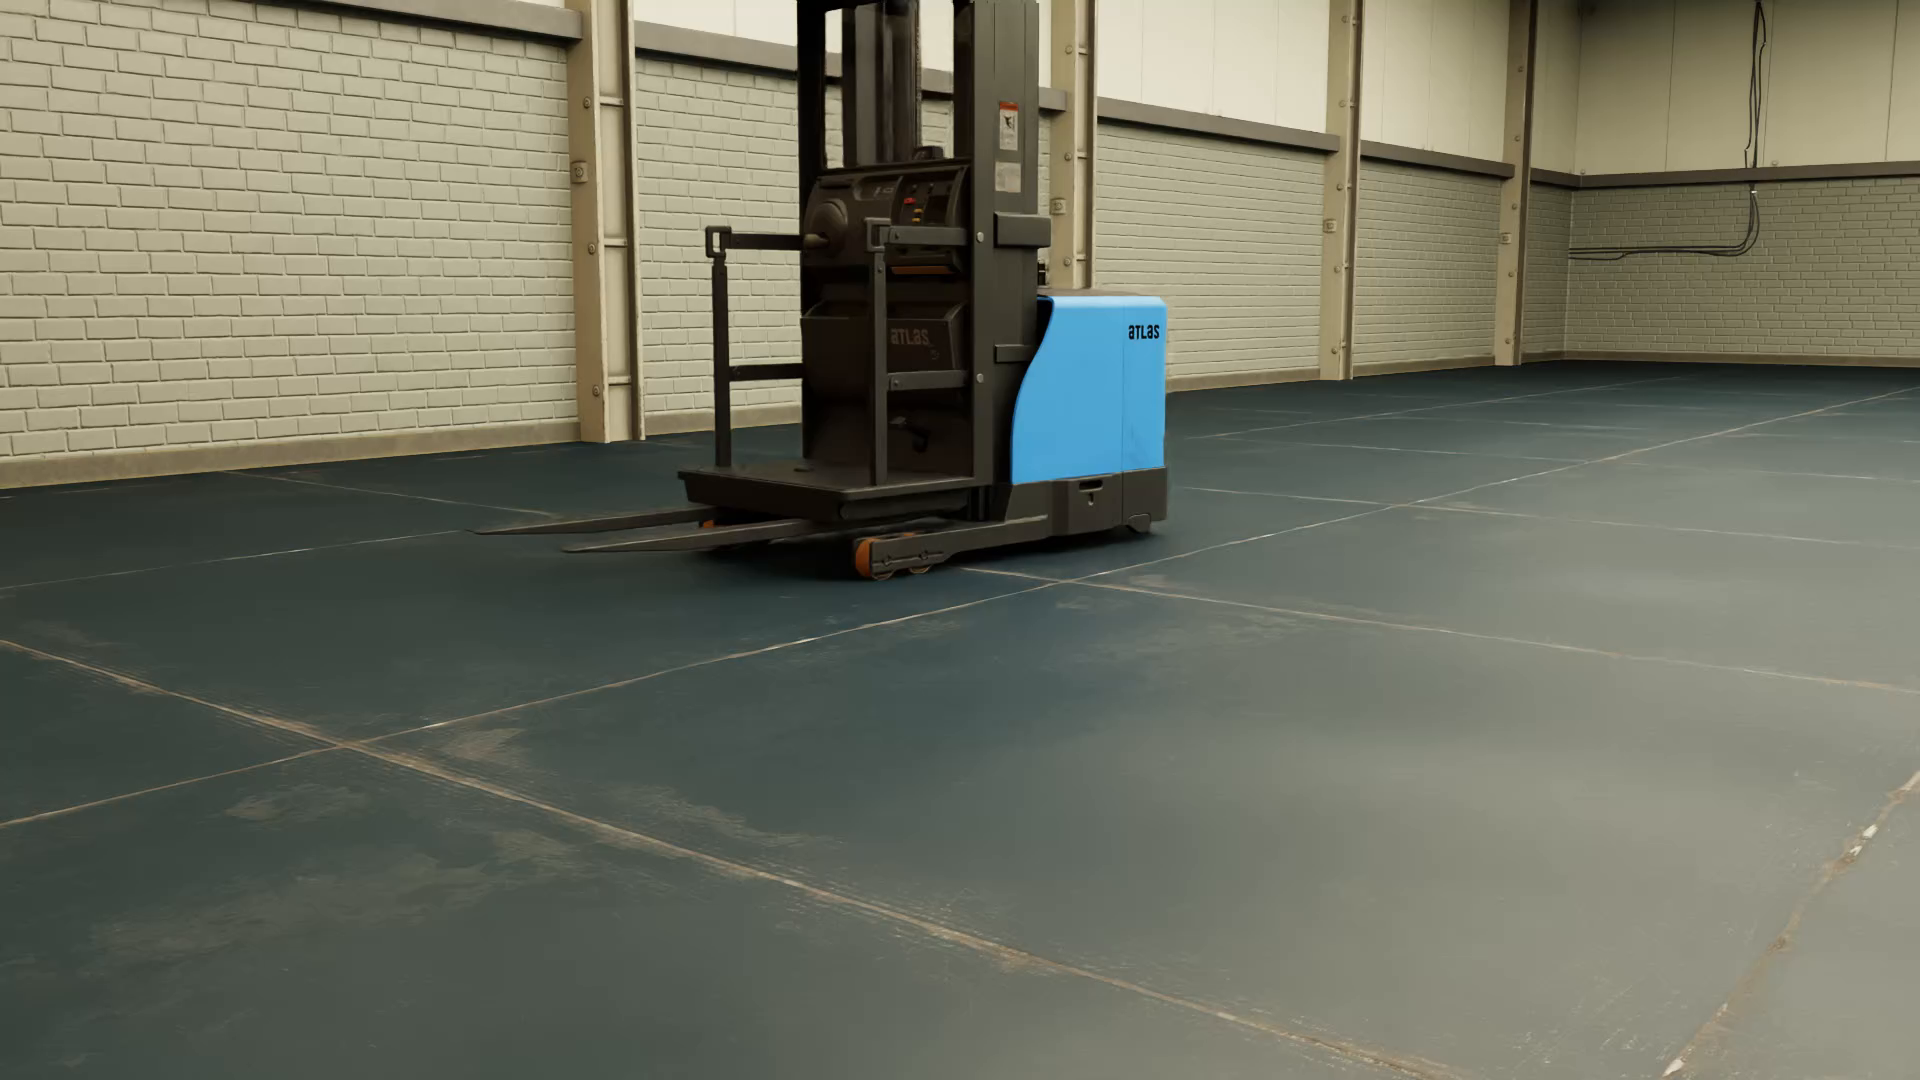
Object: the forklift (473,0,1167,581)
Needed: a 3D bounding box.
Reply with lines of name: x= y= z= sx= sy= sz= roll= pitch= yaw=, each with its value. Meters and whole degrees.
forklift: x=-0.466 y=-1.379 z=6.707 sx=3.031 sy=2.935 sz=1.130 roll=-8 pitch=12 yaw=-44
